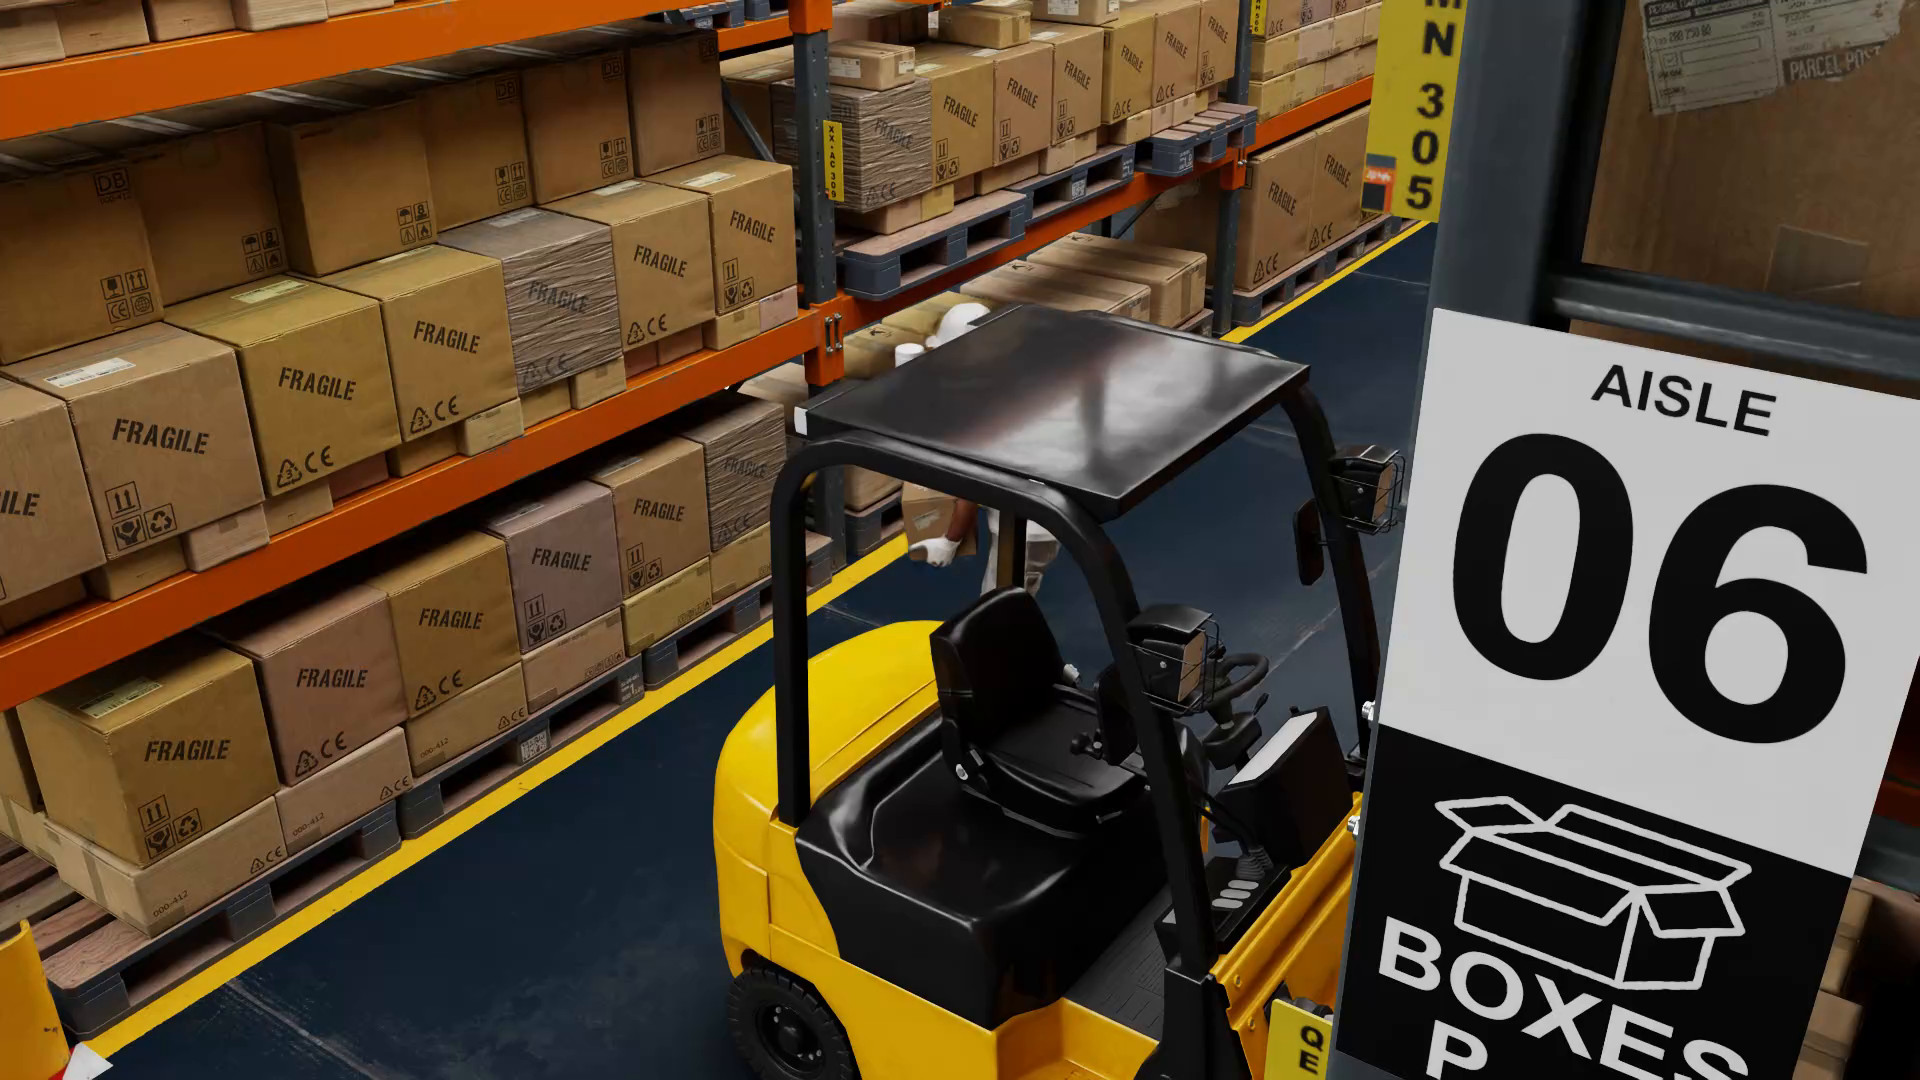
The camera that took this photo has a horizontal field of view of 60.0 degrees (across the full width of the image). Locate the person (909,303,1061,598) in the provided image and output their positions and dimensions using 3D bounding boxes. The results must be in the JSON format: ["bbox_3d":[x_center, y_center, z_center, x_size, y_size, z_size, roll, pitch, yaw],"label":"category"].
[{"bbox_3d":[0.121,-0.049,6.233,0.616,1.745,0.484,1,27,2],"label":"person"}]
